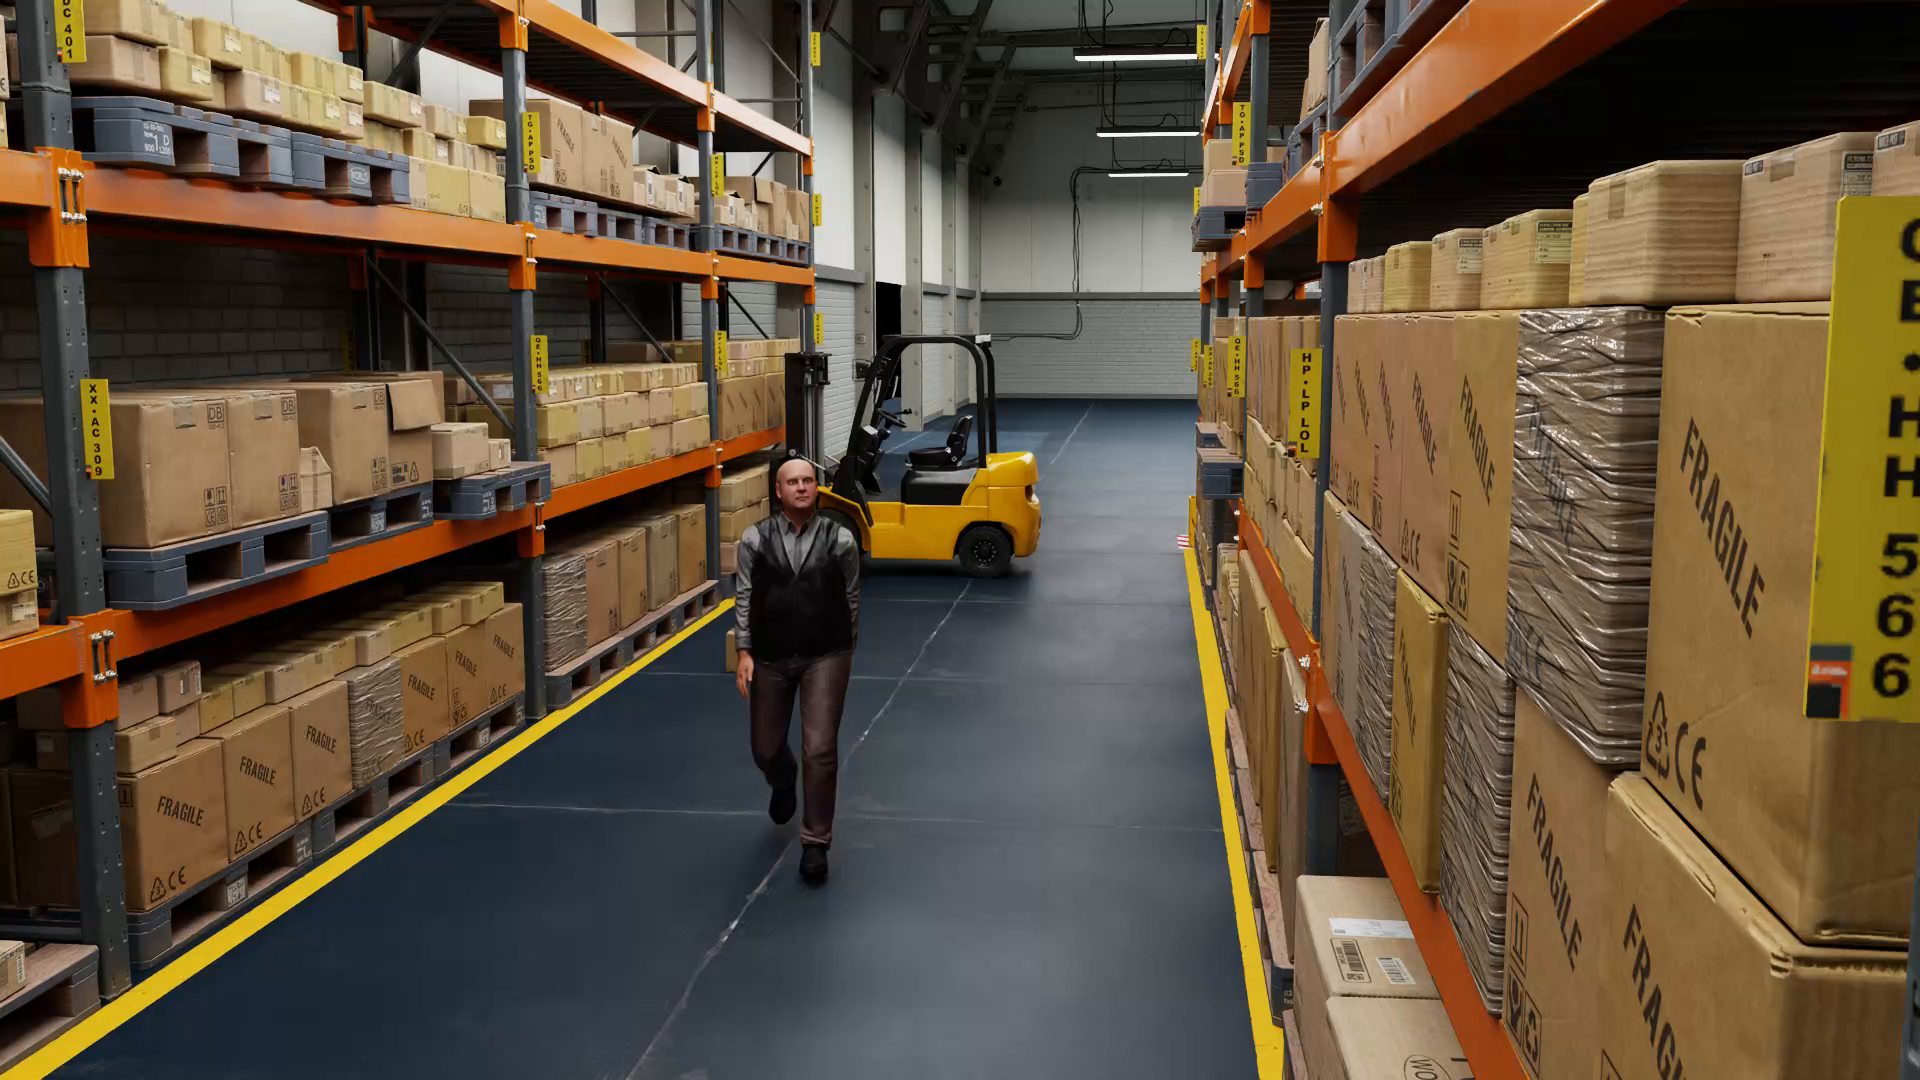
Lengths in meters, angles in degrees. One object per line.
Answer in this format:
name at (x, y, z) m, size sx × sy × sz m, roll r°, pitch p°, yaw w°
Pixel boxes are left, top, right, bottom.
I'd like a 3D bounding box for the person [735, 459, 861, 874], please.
person at (-0.687, 0.503, 7.064) m, size 0.525 × 1.688 × 0.861 m, roll 0°, pitch 8°, yaw 0°
